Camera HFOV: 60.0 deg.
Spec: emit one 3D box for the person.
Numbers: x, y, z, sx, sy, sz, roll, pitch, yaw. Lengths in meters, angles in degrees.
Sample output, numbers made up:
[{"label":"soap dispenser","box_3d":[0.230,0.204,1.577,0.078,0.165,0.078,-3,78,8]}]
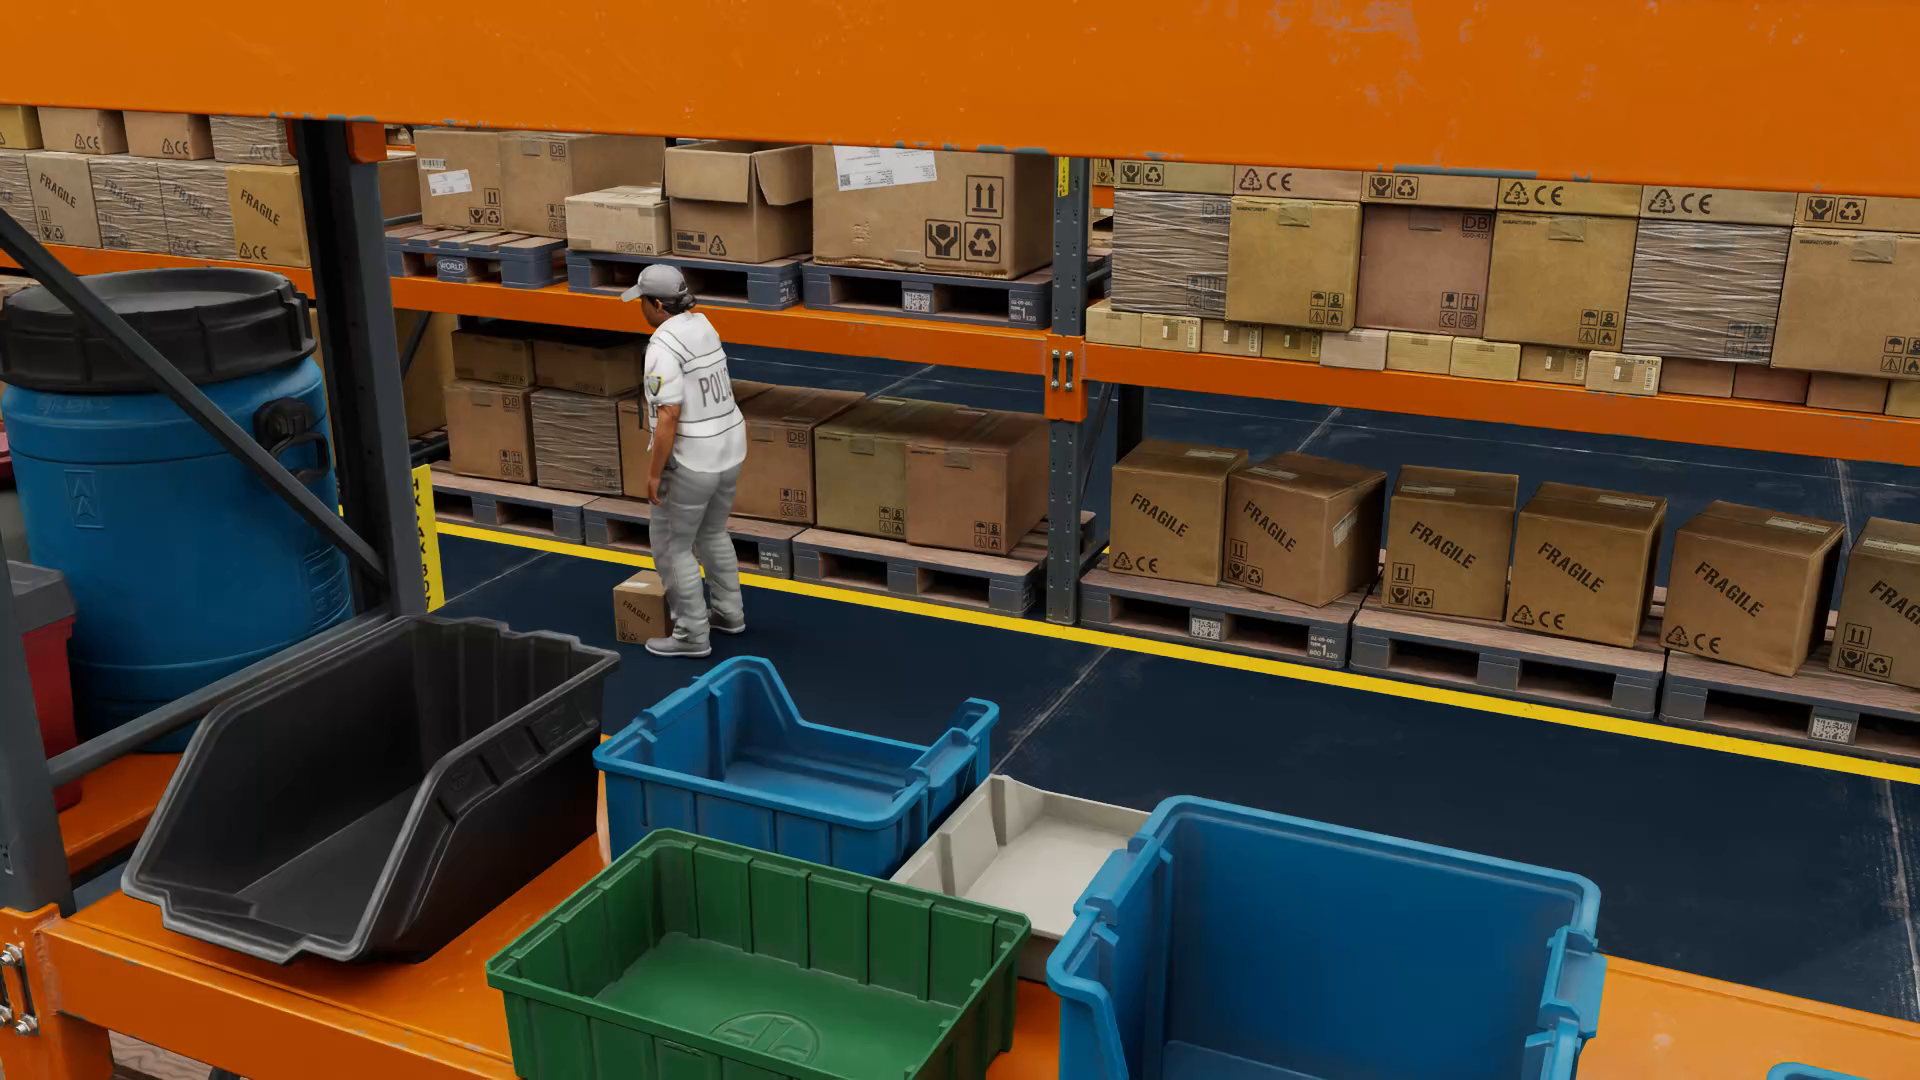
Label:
[{"label":"person","box_3d":[-1.153,-0.337,7.024,0.471,1.666,0.554,8,21,21]}]
